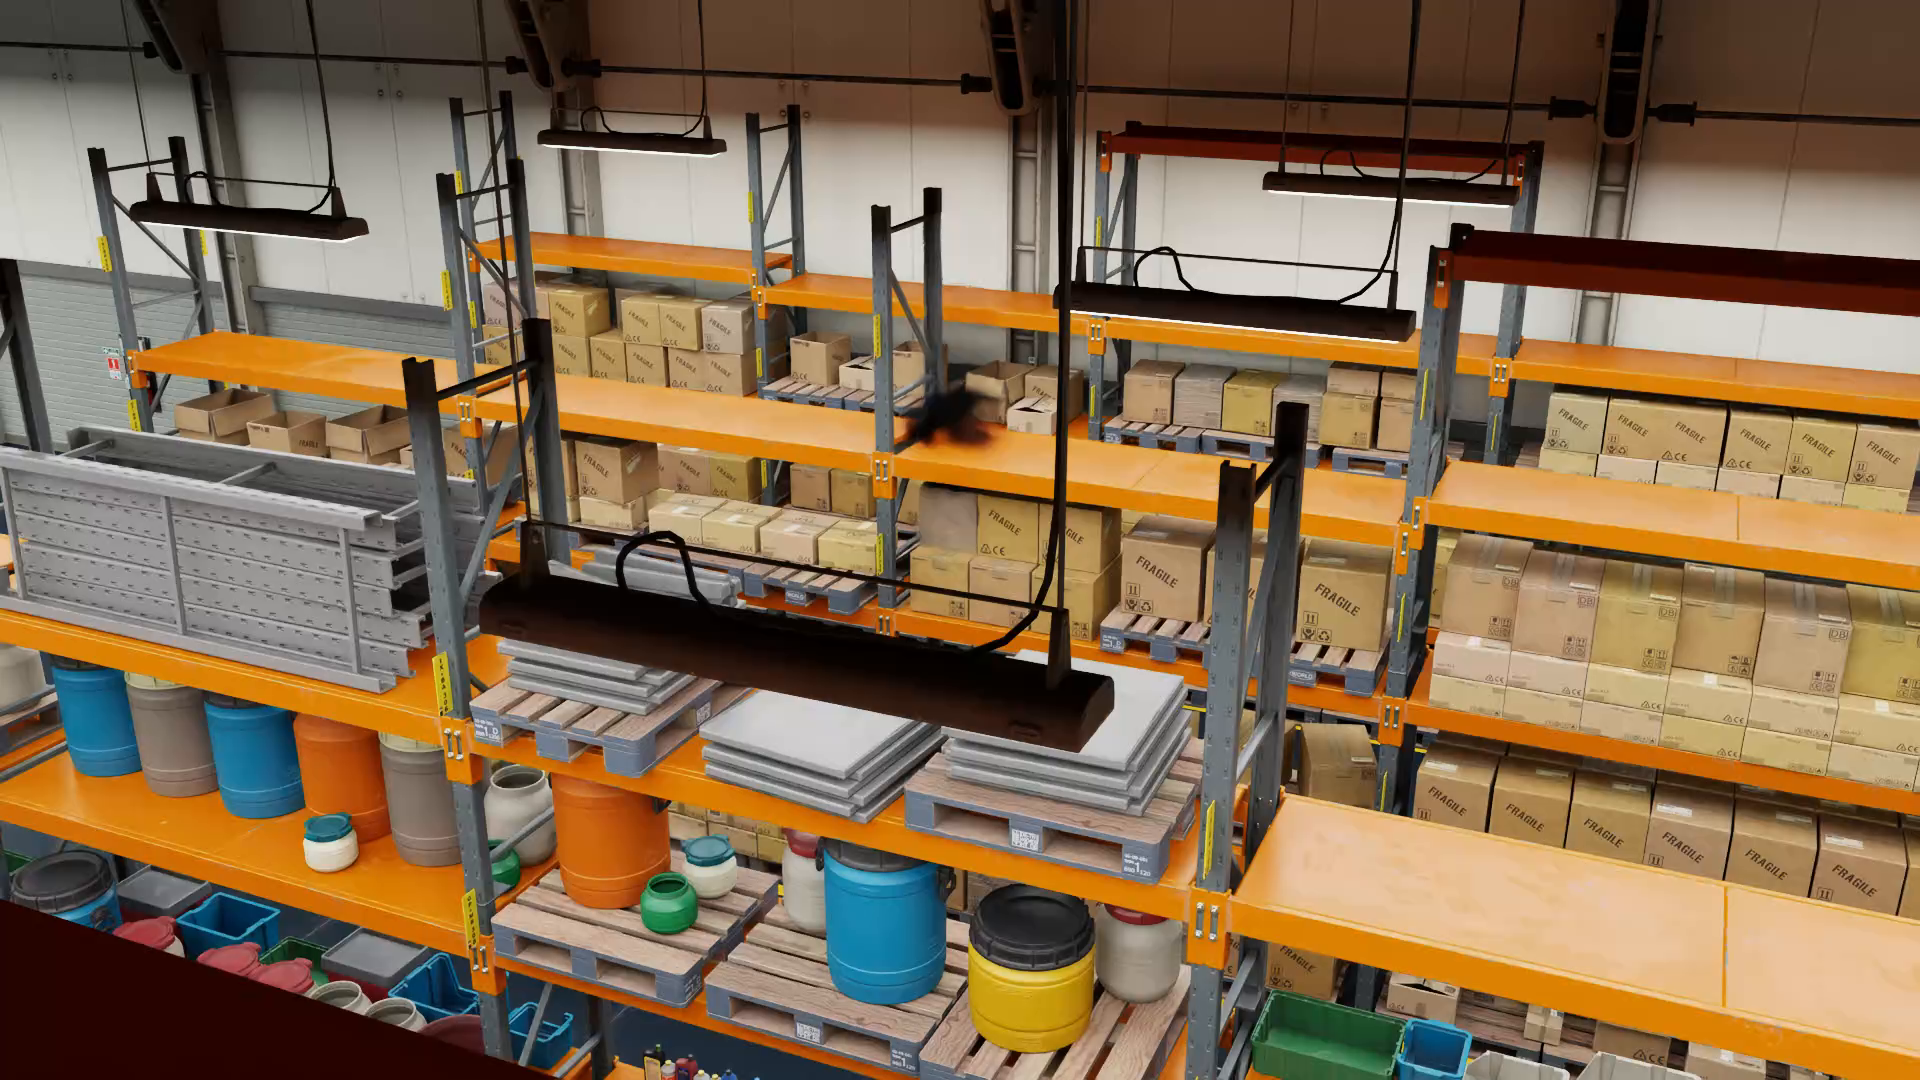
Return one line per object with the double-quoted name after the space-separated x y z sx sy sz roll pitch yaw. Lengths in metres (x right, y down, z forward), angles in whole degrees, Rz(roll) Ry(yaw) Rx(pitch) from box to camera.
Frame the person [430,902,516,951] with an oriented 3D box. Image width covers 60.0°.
-3.827 2.546 13.084 0.938 1.657 0.575 6 21 16 "person"
